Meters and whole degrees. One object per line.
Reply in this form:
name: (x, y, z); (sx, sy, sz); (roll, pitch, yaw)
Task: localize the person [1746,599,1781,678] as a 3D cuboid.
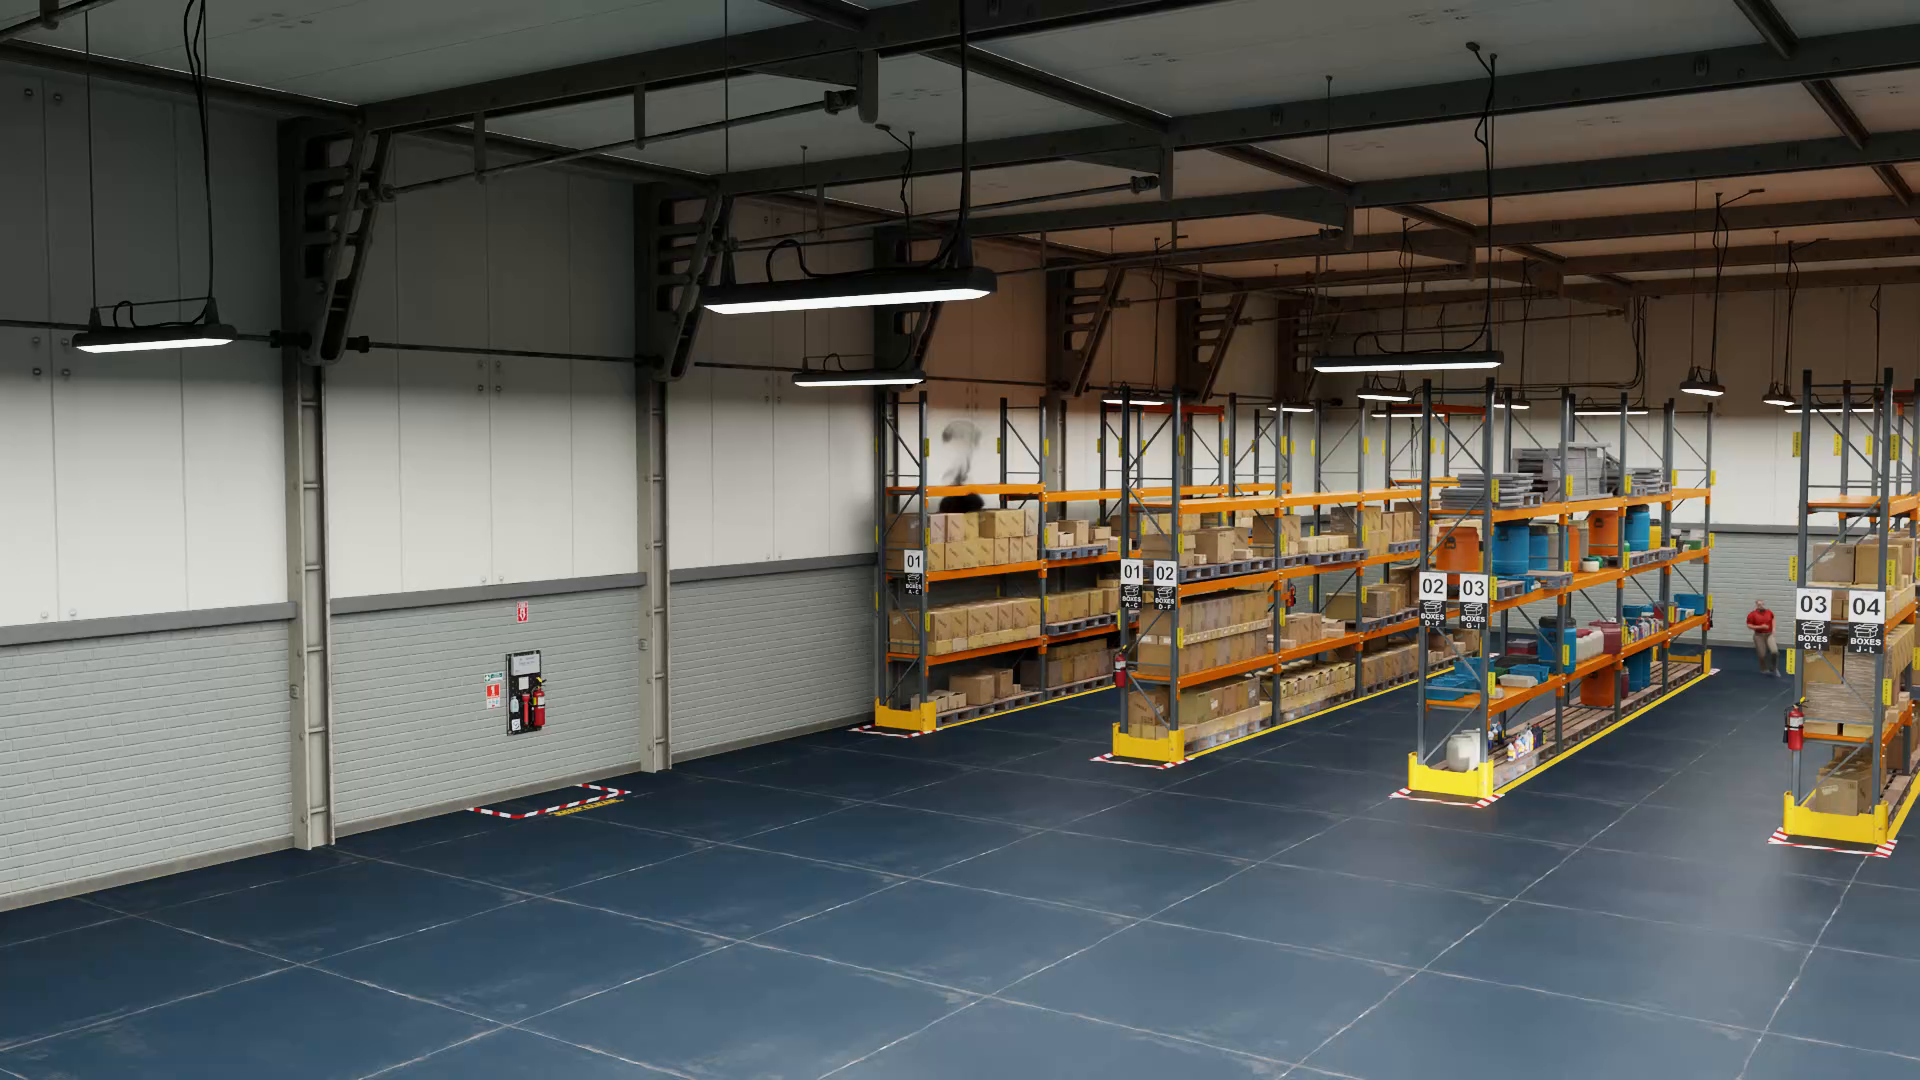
person: (17.562, 2.156, 36.388); (0.721, 1.728, 0.709); (0, 3, 8)
